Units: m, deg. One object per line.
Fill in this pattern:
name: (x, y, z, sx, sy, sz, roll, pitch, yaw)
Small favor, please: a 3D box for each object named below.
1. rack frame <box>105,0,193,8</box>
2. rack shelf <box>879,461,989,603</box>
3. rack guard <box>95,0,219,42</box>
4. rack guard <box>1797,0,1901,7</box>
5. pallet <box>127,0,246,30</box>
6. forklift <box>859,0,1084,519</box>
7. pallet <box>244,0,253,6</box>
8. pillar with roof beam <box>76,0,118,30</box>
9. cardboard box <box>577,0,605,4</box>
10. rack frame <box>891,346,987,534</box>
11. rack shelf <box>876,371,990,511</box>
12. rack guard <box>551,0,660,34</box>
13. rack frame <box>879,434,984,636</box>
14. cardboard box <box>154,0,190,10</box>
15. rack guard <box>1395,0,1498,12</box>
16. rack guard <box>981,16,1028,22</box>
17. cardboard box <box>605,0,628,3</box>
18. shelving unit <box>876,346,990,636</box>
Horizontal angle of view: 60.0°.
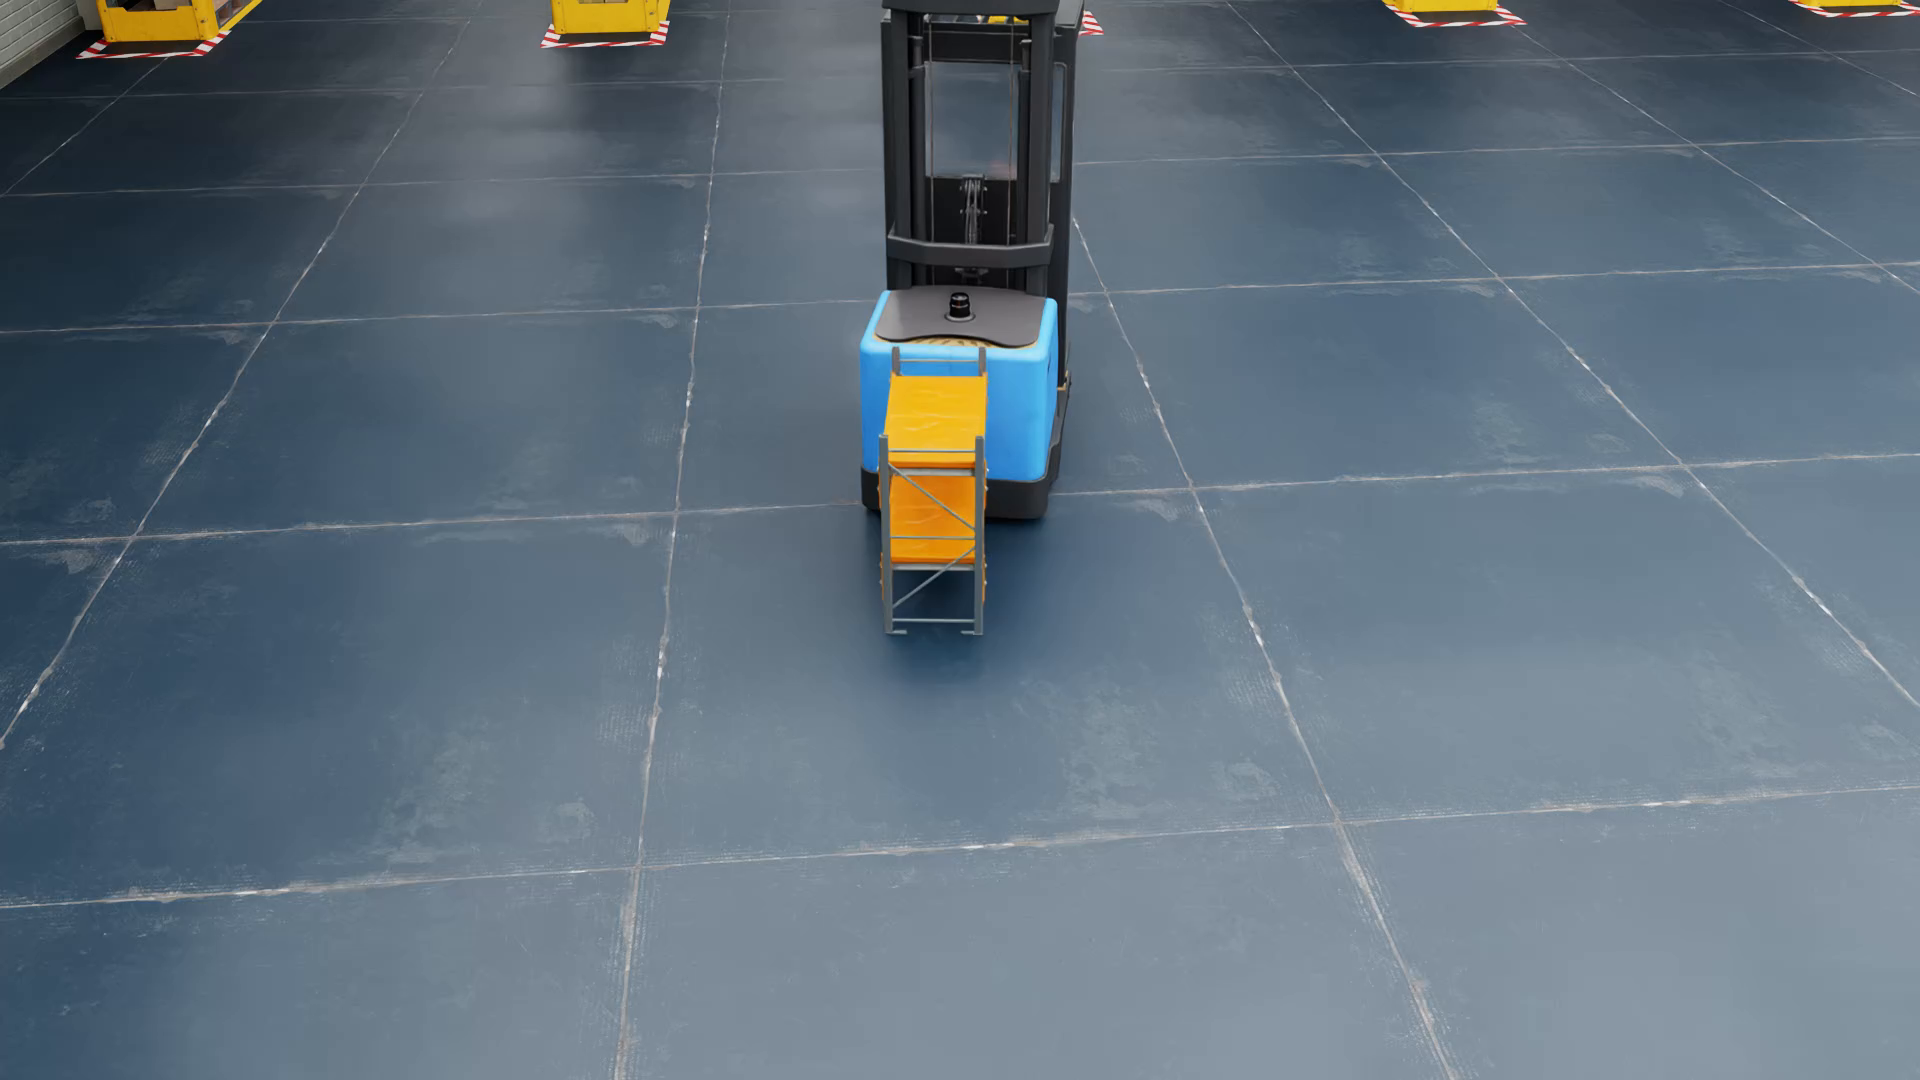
rack frame: (-8.973, -6.916, 17.903, 1.000, 3.000, 0.127, -3, 31, -5)
rack shelf: (-0.122, -0.059, 8.729, 0.538, 0.278, 1.000, 1, 31, 1)
rack guard: (-8.980, -5.882, 18.609, 1.175, 0.500, 0.348, -3, 31, -5)
rack guard: (10.772, -6.728, 20.027, 1.175, 0.500, 0.348, -3, 31, -5)
pallet: (-9.021, -6.174, 19.381, 1.003, 0.211, 1.213, -3, 31, -5)
forklift: (0.134, -2.109, 9.923, 1.130, 2.935, 3.031, 4, 31, 6)
pallet: (-9.132, -6.795, 20.421, 1.003, 0.211, 1.213, -3, 31, -5)
pillar with roof beam: (-5.614, -10.014, 17.239, 9.100, 9.000, 0.400, -3, 31, -5)
cardboard box: (-4.386, -6.415, 19.336, 0.500, 0.250, 0.500, -3, 31, -5)
rack frame: (-0.110, -0.530, 9.040, 0.500, 1.125, 0.032, 1, 31, 1)
rack shelf: (-0.122, -0.520, 8.454, 0.538, 0.278, 1.000, 1, 31, 1)
rack guard: (-4.039, -6.070, 18.924, 1.175, 0.500, 0.348, -3, 31, -5)
rack frame: (-0.134, -0.009, 8.167, 0.500, 1.125, 0.032, 1, 31, 1)
cardboard box: (-8.948, -6.308, 19.079, 0.500, 0.311, 0.500, -6, 31, -10)
rack guard: (5.815, -6.593, 19.801, 1.175, 0.500, 0.348, -3, 31, -5)
rack guard: (0.837, -6.354, 19.400, 1.175, 0.500, 0.348, -3, 31, -5)
cardboard box: (-3.870, -6.439, 19.377, 0.500, 0.250, 0.500, -3, 31, -5)
shelving unit: (-0.122, -0.269, 8.604, 0.538, 1.125, 1.048, 1, 31, 1)
